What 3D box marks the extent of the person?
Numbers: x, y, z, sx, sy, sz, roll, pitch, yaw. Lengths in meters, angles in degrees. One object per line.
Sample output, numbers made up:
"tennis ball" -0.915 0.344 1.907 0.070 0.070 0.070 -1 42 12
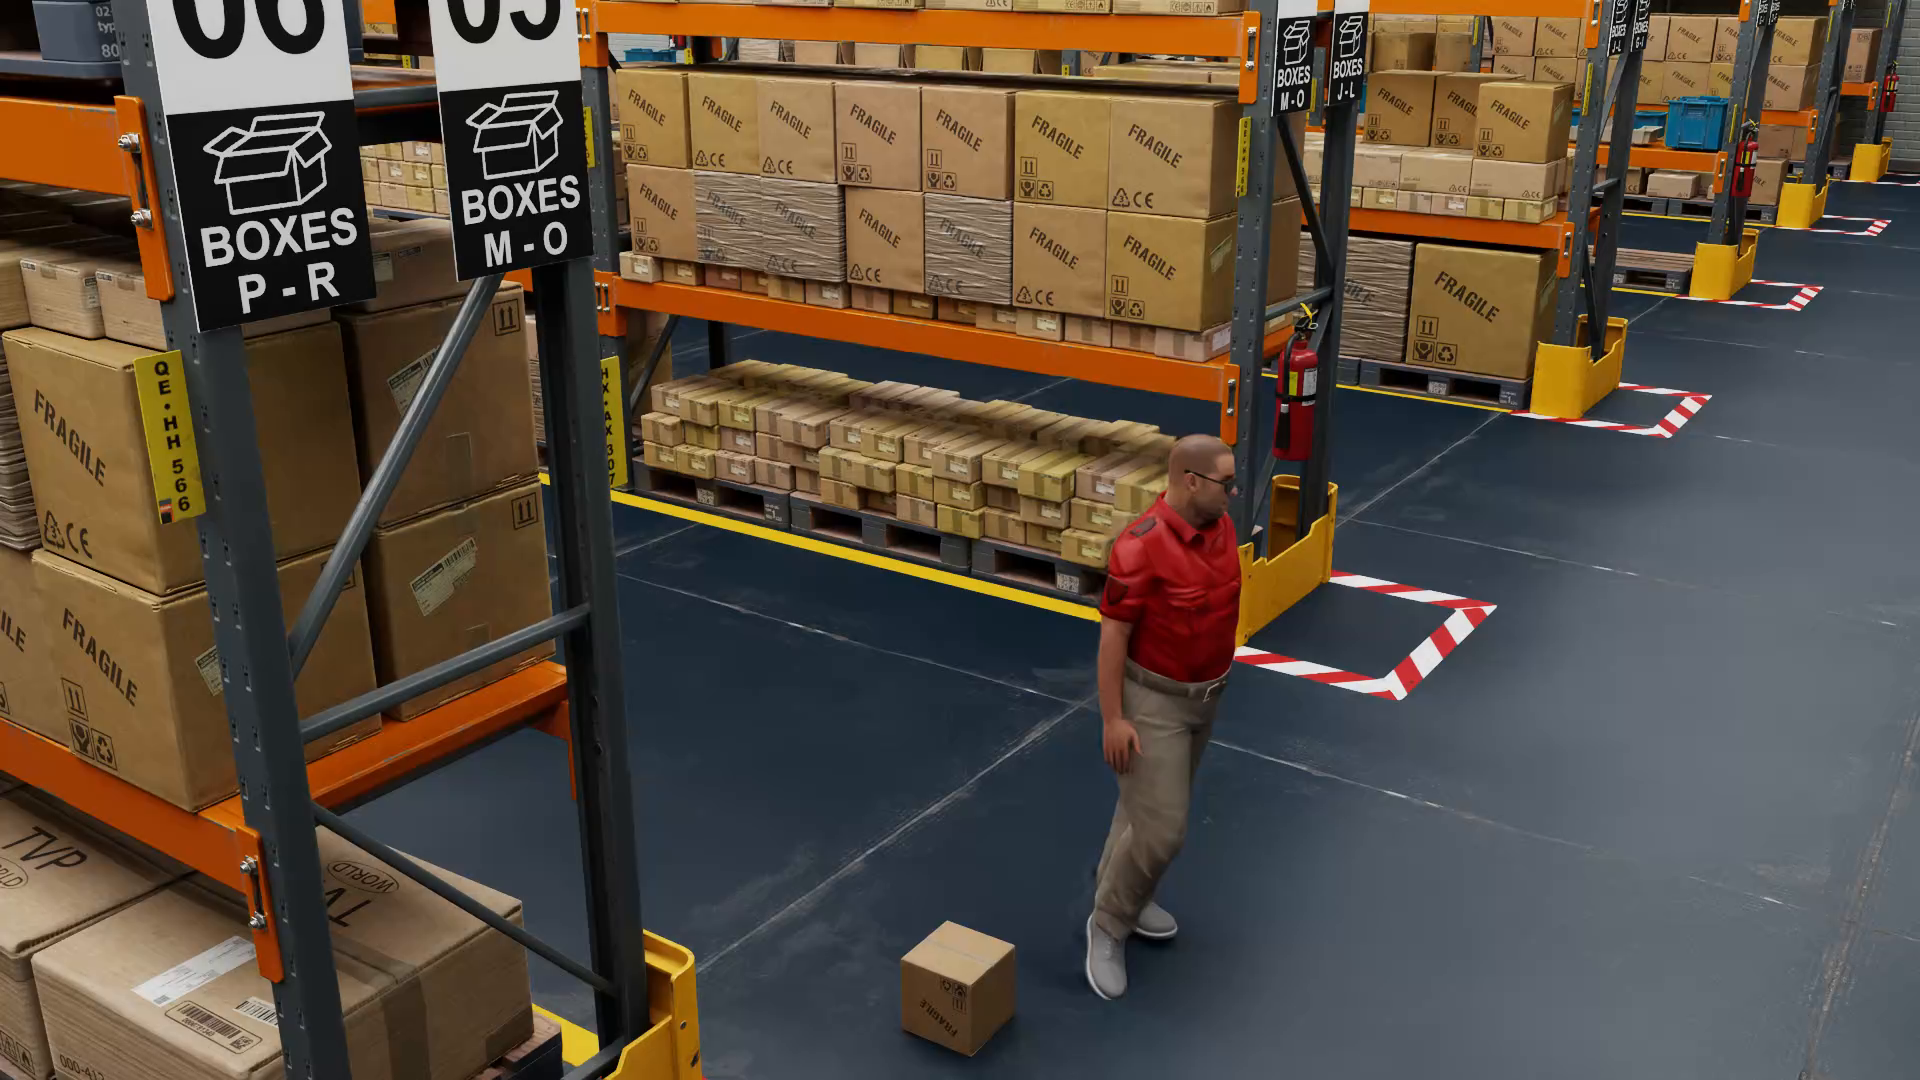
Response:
"person" 0.598 0.520 5.170 0.467 1.763 0.666 17 26 39
